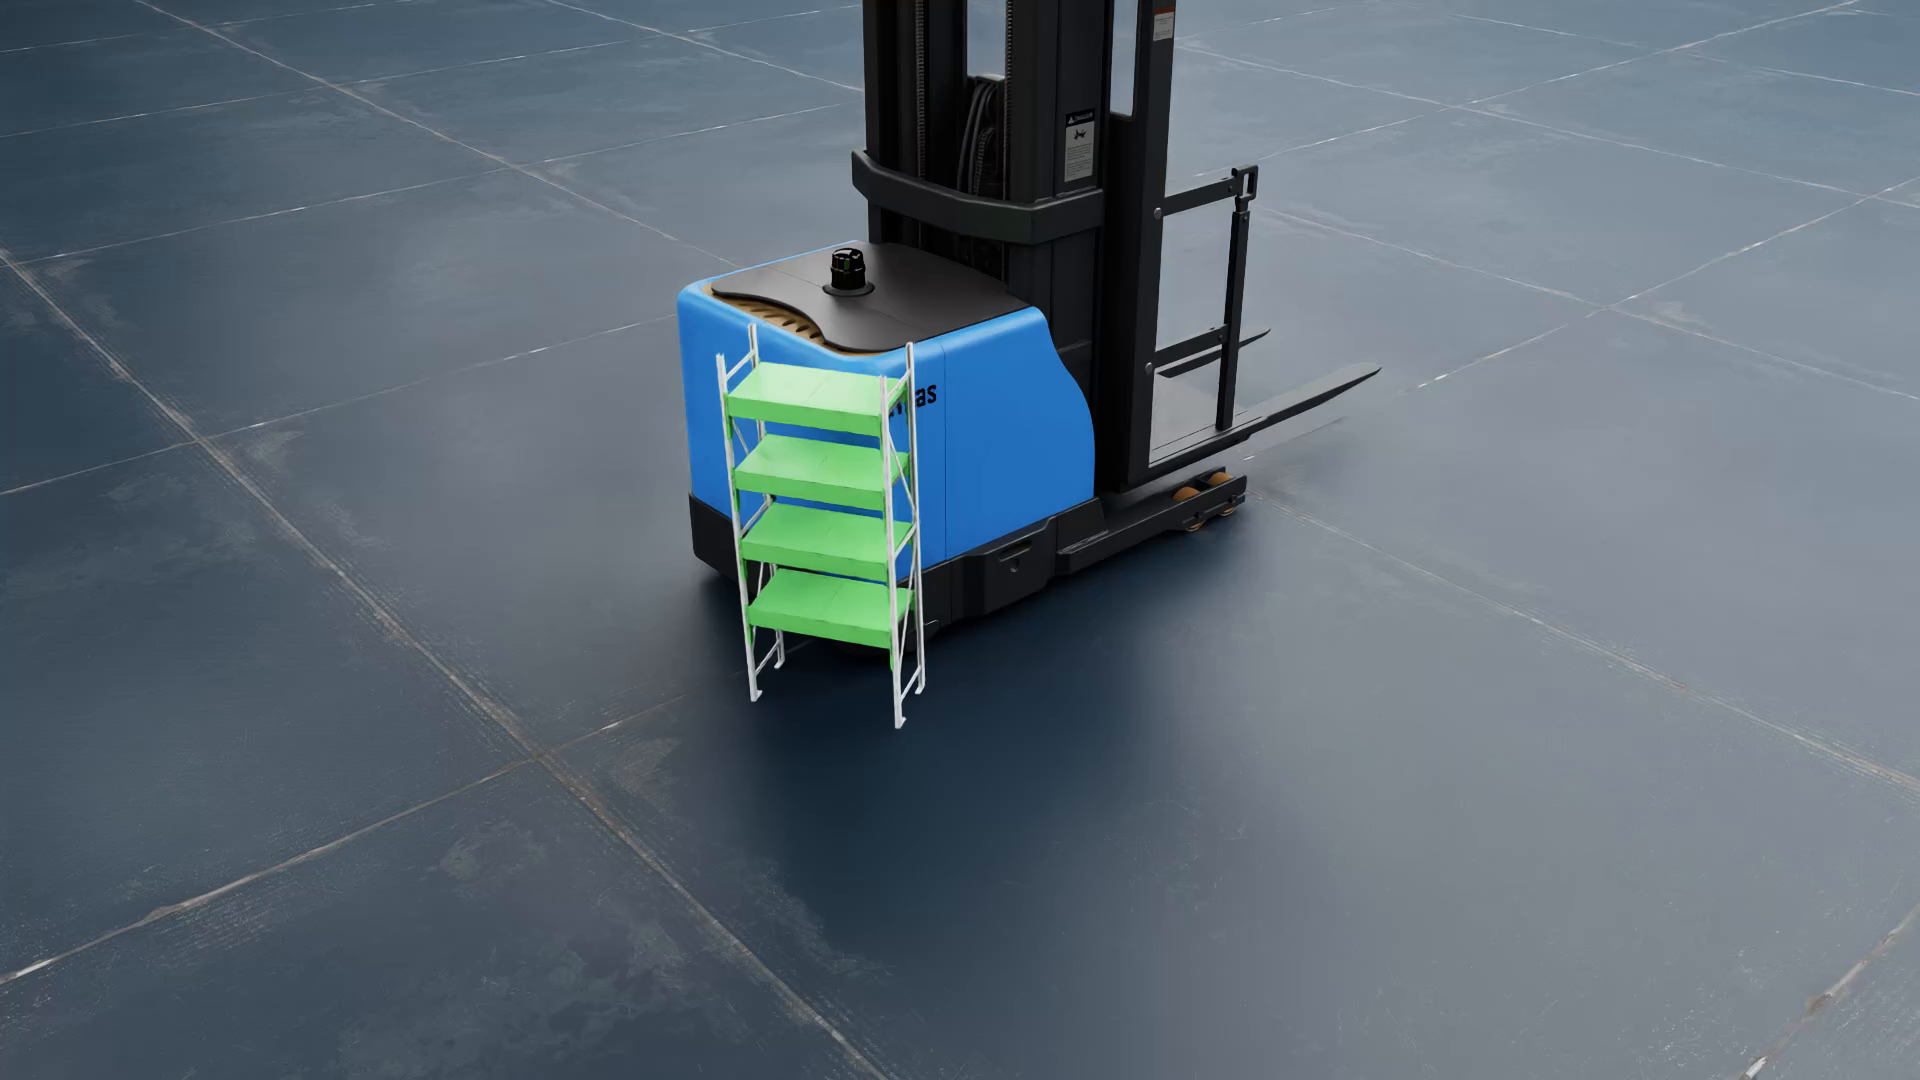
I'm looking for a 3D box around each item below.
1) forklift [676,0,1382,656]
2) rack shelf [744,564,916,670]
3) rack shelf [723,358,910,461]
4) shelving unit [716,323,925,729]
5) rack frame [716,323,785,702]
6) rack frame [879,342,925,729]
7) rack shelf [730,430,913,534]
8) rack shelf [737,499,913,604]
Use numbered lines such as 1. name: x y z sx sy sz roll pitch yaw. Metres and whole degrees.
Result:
1. forklift: 0.470 -1.489 5.927 3.031 2.935 1.130 -23 36 -36
2. rack shelf: -0.394 0.236 5.165 0.480 0.148 0.258 9 32 16
3. rack shelf: -0.406 -0.380 4.793 0.480 0.148 0.258 9 32 16
4. shelving unit: -0.399 -0.024 5.008 0.503 1.200 0.258 9 32 16
5. rack frame: -0.631 -0.060 5.074 0.015 1.200 0.240 9 32 16
6. rack frame: -0.167 0.011 4.941 0.015 1.200 0.240 9 32 16
7. rack shelf: -0.402 -0.175 4.917 0.480 0.148 0.258 9 32 16
8. rack shelf: -0.398 0.030 5.041 0.480 0.148 0.258 9 32 16
